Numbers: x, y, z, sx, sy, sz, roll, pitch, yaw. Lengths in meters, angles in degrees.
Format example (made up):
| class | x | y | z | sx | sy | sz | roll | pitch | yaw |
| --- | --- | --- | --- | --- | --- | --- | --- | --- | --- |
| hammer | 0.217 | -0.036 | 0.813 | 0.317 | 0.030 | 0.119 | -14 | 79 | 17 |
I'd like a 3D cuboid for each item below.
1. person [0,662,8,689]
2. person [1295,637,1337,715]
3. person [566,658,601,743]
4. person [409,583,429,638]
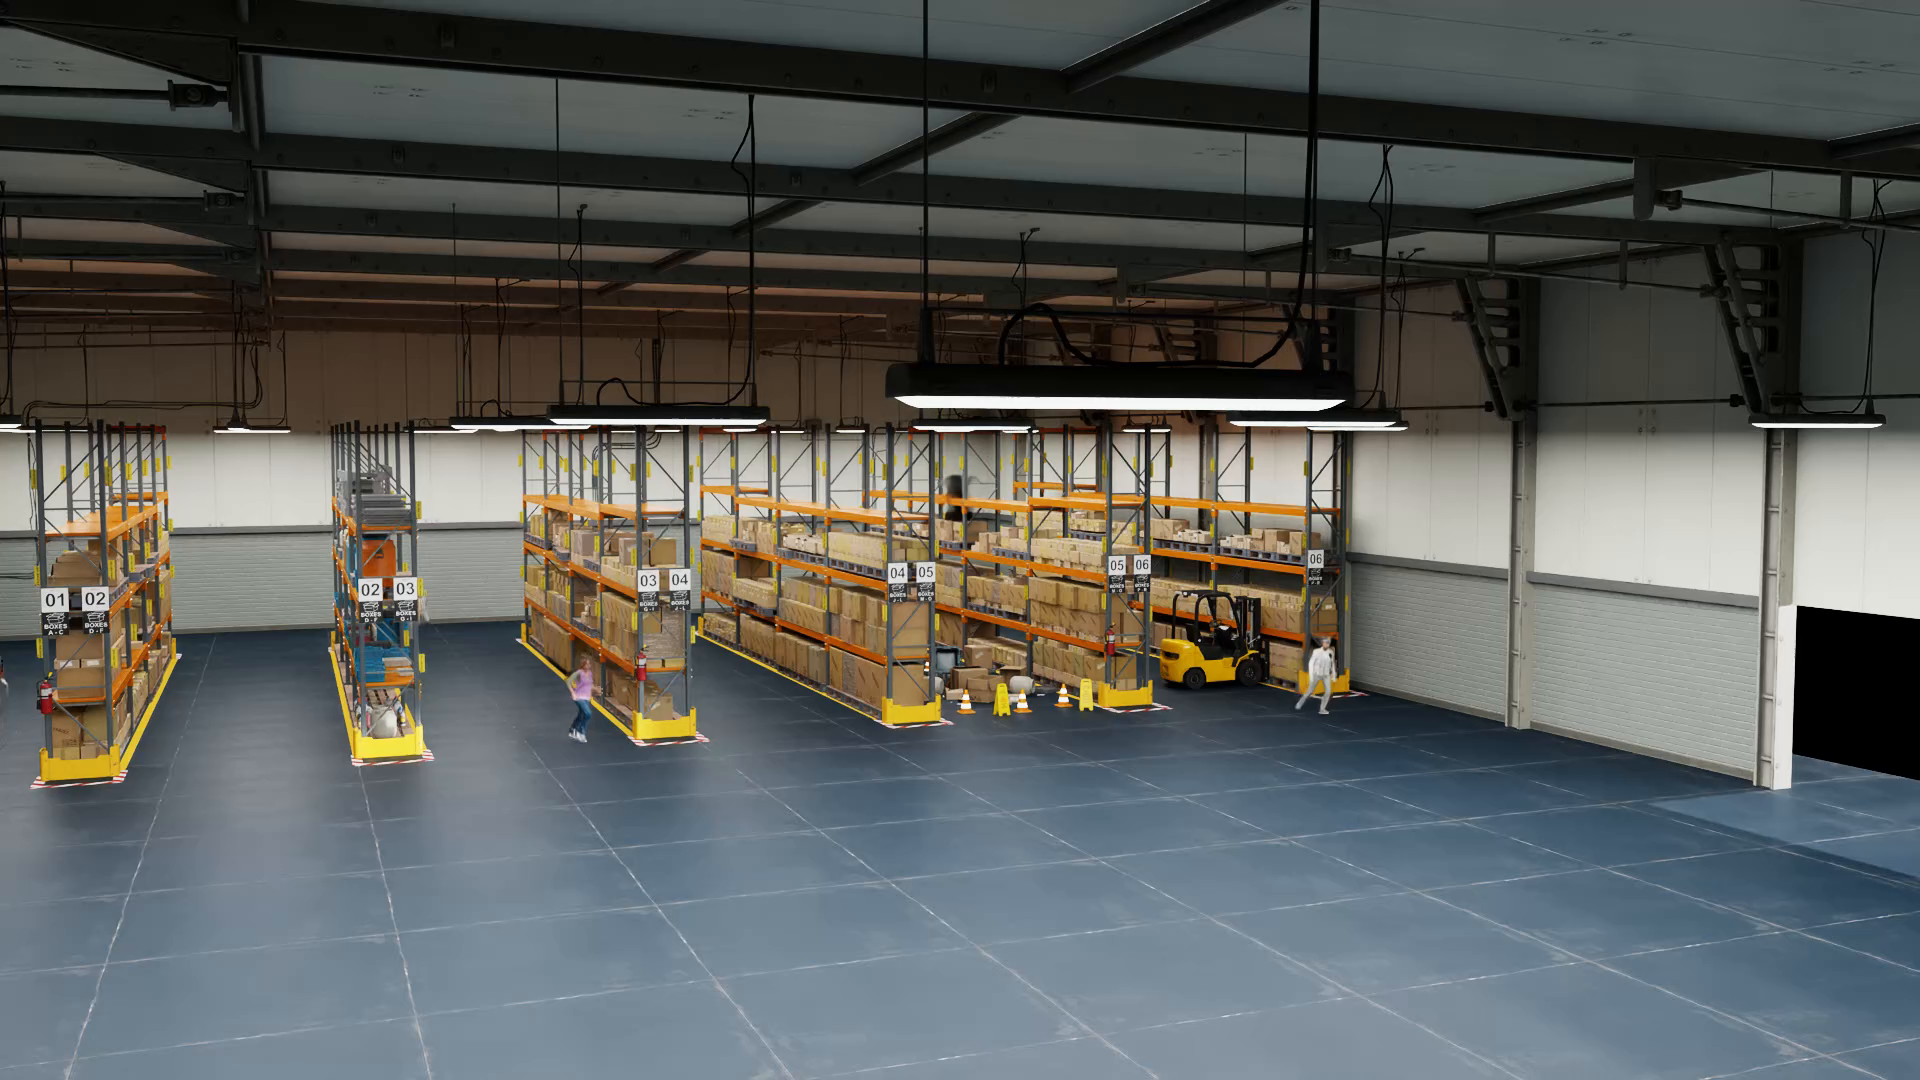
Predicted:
| class | x | y | z | sx | sy | sz | roll | pitch | yaw |
| --- | --- | --- | --- | --- | --- | --- | --- | --- | --- |
| person | -18.327 | 2.881 | 31.311 | 0.711 | 1.767 | 1.008 | -2 | 4 | -32 |
| person | 7.357 | 2.766 | 34.313 | 0.723 | 1.611 | 0.672 | -1 | 4 | -14 |
| person | -7.076 | 3.050 | 31.117 | 0.762 | 1.502 | 0.481 | 2 | 4 | 28 |
| person | -15.335 | 1.956 | 47.276 | 0.518 | 1.632 | 0.634 | 1 | 4 | 14 |
